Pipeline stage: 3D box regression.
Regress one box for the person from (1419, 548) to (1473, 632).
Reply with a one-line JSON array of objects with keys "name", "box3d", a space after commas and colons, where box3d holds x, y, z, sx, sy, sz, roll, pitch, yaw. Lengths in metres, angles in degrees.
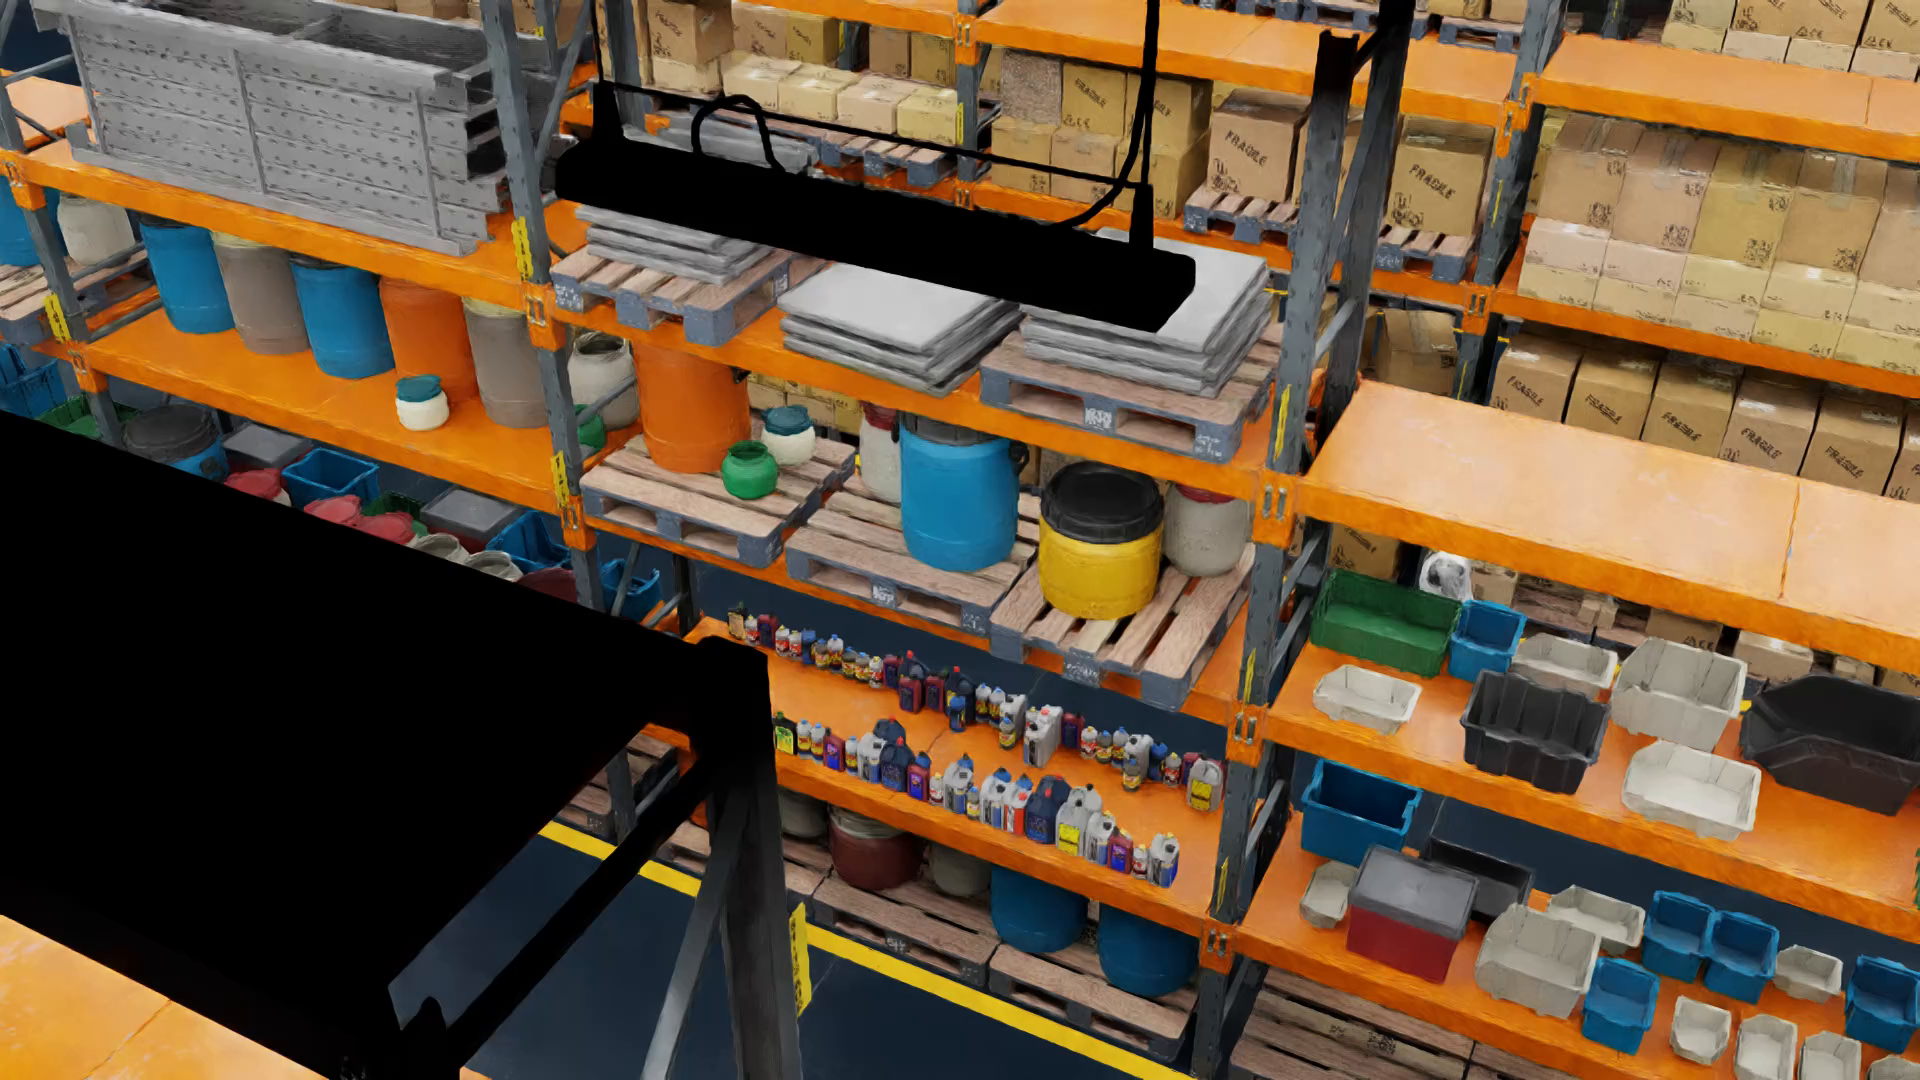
[{"name": "person", "box3d": [3.376, 0.464, 11.715, 1.115, 1.700, 0.543, 18, 39, 23]}]
